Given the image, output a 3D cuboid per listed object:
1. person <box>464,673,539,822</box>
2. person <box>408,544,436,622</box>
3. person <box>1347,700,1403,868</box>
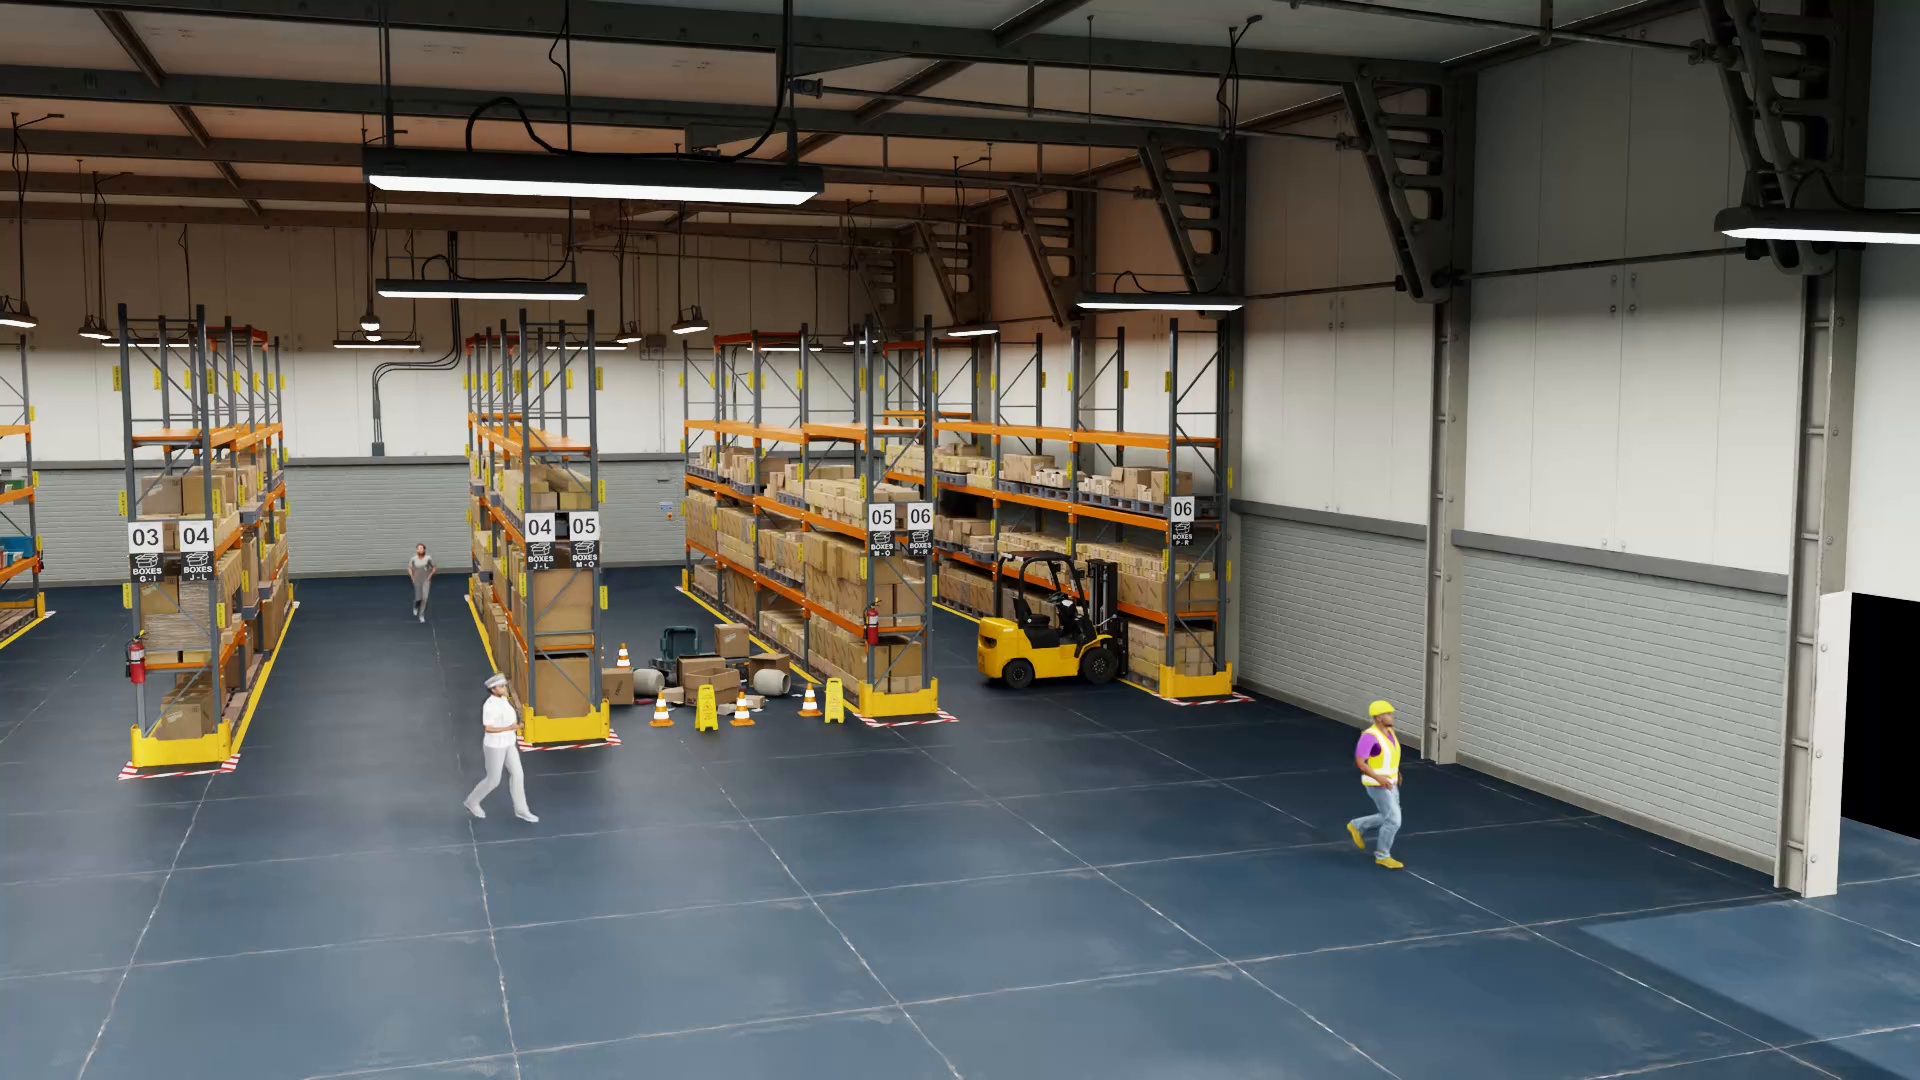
[{"bbox_3d":[-5.218,2.347,18.852,0.876,1.699,0.581,1,6,15],"label":"person"},{"bbox_3d":[-11.286,0.887,34.934,0.561,1.639,0.611,-2,6,-19],"label":"person"},{"bbox_3d":[4.305,2.506,17.245,0.665,1.722,0.722,4,7,35],"label":"person"}]
